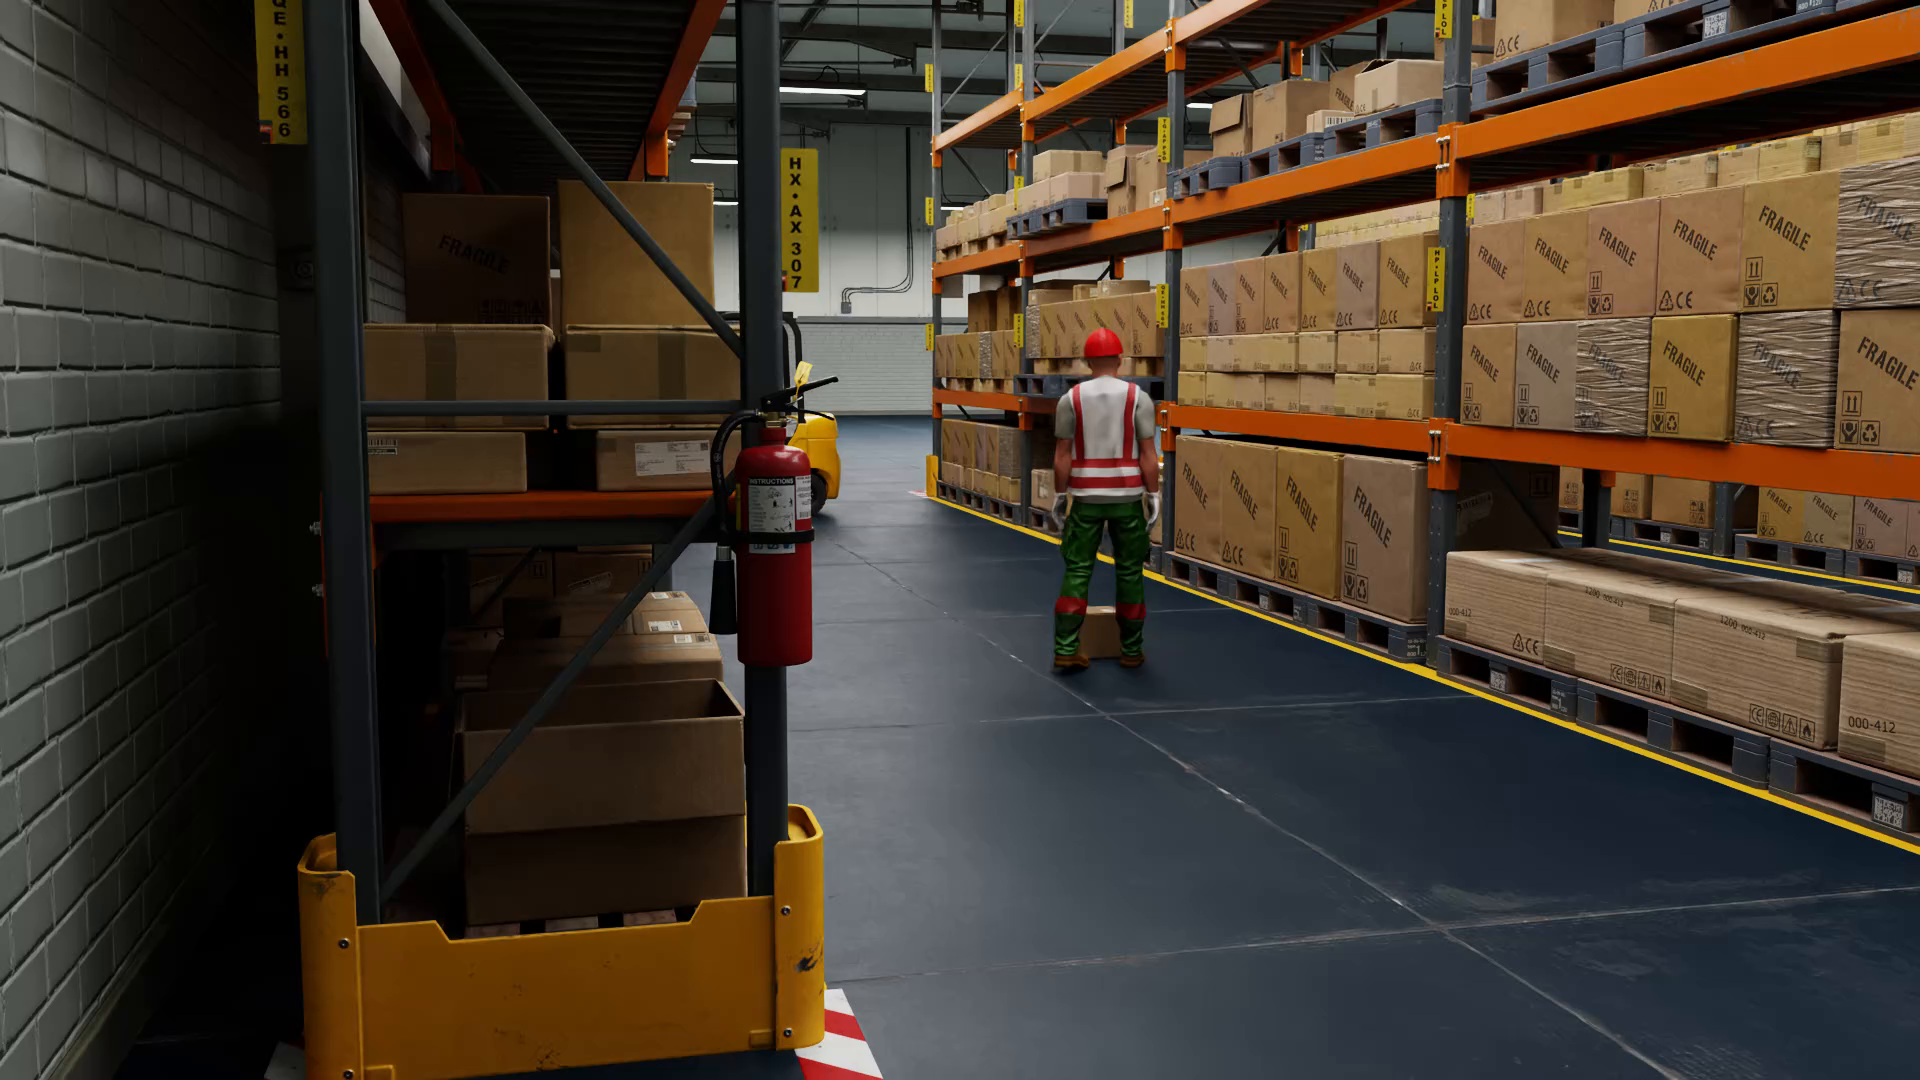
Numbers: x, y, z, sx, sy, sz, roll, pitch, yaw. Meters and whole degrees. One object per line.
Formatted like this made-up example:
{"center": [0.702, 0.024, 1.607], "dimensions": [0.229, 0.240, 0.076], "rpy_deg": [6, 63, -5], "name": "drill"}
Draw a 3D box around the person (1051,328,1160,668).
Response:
{"center": [0.771, -0.215, 8.763], "dimensions": [0.566, 1.793, 0.555], "rpy_deg": [1, 6, 9], "name": "person"}
